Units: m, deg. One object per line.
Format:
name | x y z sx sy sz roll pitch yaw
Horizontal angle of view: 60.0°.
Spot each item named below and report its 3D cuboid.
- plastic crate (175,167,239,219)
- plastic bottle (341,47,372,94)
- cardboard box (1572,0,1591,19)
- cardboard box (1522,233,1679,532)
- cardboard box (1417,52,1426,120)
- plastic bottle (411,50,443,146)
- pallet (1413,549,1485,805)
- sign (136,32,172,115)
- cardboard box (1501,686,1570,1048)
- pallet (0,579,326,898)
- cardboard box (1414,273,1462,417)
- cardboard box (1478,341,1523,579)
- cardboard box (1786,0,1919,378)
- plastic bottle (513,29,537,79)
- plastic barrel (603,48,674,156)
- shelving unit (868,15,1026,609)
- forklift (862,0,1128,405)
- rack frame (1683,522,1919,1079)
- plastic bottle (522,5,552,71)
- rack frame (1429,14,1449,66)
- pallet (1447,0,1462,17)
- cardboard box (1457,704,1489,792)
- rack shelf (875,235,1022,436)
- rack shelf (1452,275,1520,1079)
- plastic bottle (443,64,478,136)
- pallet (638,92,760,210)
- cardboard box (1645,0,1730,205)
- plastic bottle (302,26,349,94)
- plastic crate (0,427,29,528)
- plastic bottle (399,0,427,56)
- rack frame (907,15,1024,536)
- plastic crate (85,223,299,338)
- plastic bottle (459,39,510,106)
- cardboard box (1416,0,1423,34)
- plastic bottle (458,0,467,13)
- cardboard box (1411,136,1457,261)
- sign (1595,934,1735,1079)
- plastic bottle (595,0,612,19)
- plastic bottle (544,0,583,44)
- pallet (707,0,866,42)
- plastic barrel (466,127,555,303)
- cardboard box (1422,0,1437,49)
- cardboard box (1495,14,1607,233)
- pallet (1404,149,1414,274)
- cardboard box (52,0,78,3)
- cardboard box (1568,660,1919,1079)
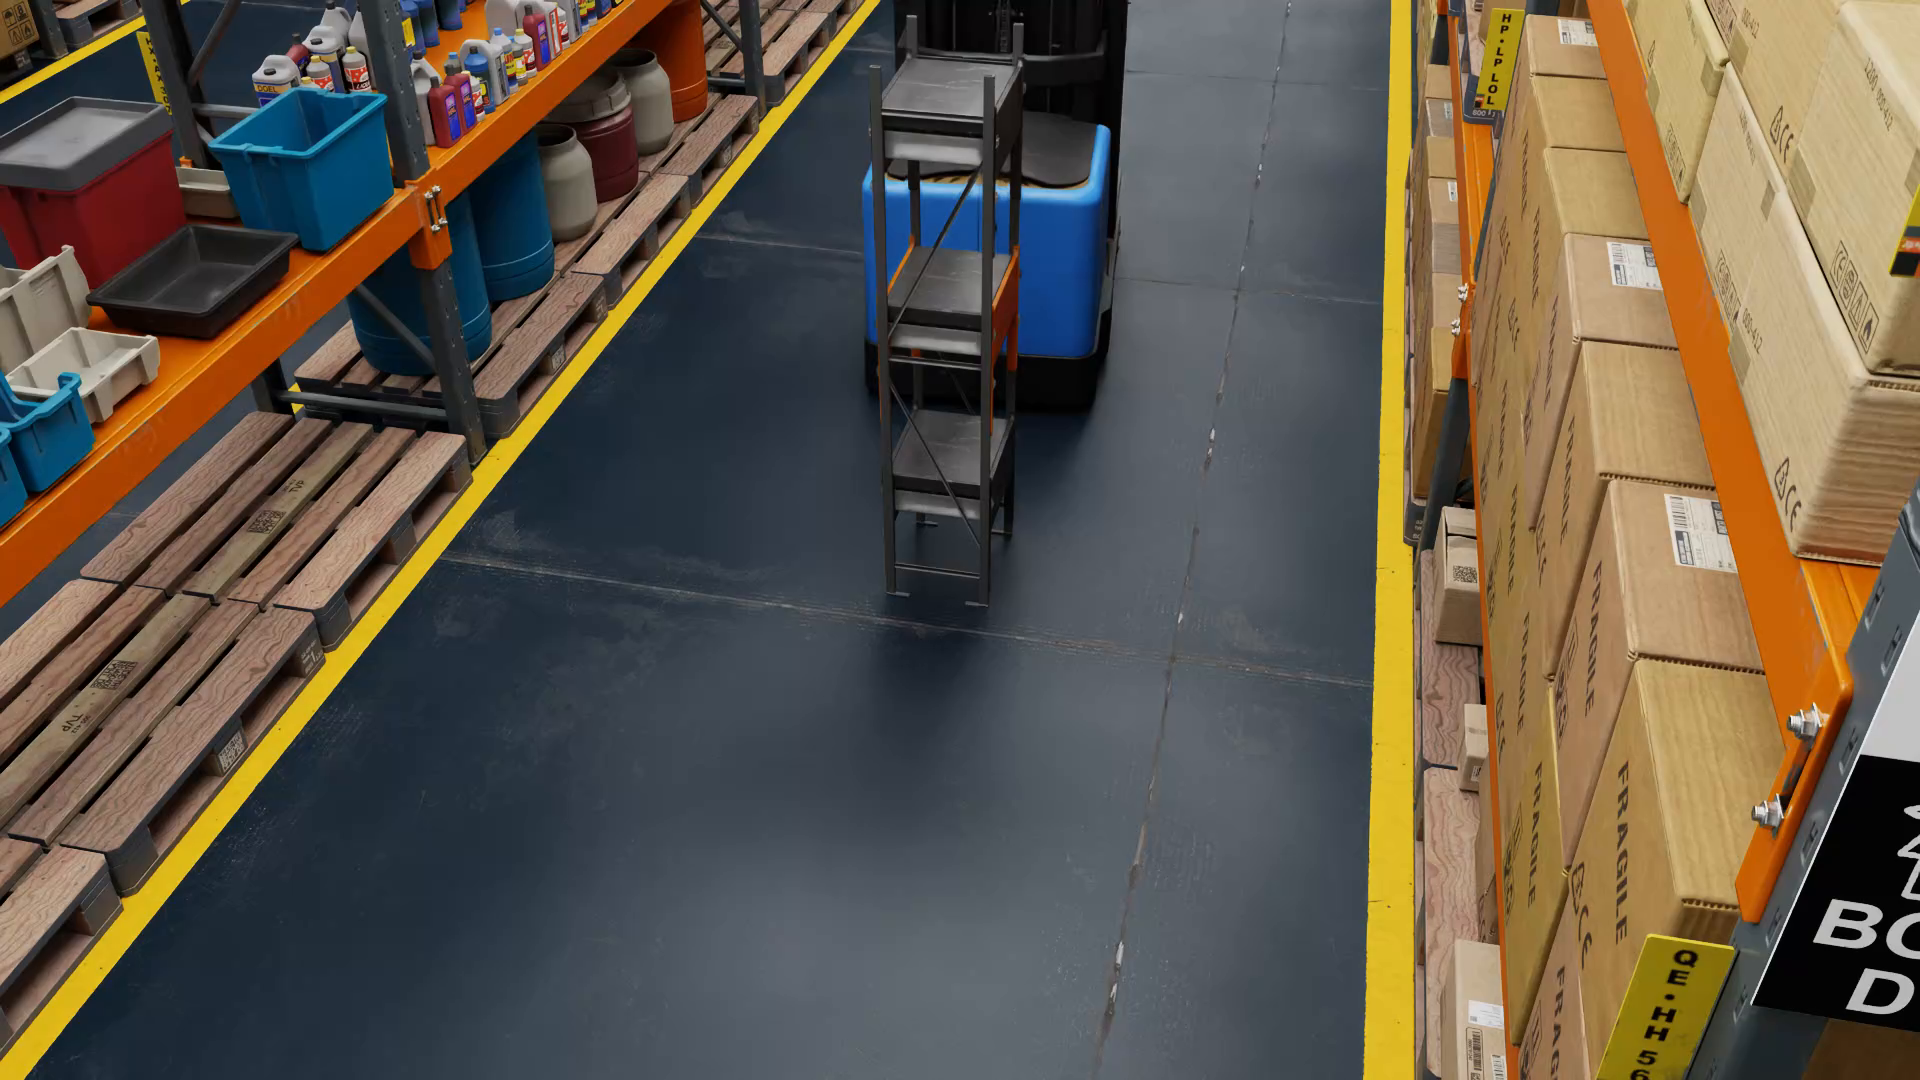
plastic crate | -2.807 -1.293 6.152 0.396 0.136 0.243 7 37 10
plastic bottle | -2.596 -2.015 7.144 0.097 0.201 0.097 0 36 0
cardboard box | 2.675 -1.858 6.314 0.700 0.500 0.500 13 38 17
cardboard box | 1.565 -0.325 3.706 0.500 0.500 0.500 8 37 11
cardboard box | 2.999 -2.684 9.882 0.500 0.250 0.500 8 37 11
plastic bottle | -2.167 -1.789 6.704 0.144 0.351 0.185 7 37 10
pallet | 2.123 0.521 5.851 1.003 0.211 1.213 7 37 10
sign | -3.105 -1.807 6.451 0.100 0.325 0.005 7 37 10
cardboard box | 1.353 0.662 3.195 0.500 0.500 0.500 8 37 10
pallet | -2.945 0.632 5.698 1.003 0.211 1.213 7 37 10
cardboard box | 2.210 -0.769 7.010 0.500 0.500 0.500 7 37 10
cardboard box | 1.680 -0.204 4.390 0.500 0.500 0.500 7 37 10
cardboard box | 1.277 -0.391 1.879 0.500 0.250 0.500 7 37 10
plastic bottle | -1.925 -2.146 7.325 0.097 0.201 0.097 0 36 0
plastic barrel | -1.835 -2.463 9.354 0.421 0.512 0.421 0 36 0
shelving unit | -0.035 -0.755 6.003 0.431 2.100 0.503 7 37 10
forklift | 0.266 -2.646 7.903 1.130 2.935 3.031 4 36 6
rack frame | 1.416 1.292 2.412 1.000 3.000 0.127 7 37 10
plastic bottle | -1.883 -2.243 7.389 0.061 0.283 0.133 7 37 10
rack frame | 3.125 -3.295 8.740 1.000 3.000 0.127 7 37 10
pallet | 3.049 -2.820 8.248 1.213 0.211 1.003 7 37 10
cardboard box | 1.794 0.678 5.298 0.380 0.166 0.250 7 37 10
rack shelf | -0.035 -0.744 6.011 0.431 0.518 0.480 7 37 10
rack shelf | 1.843 0.436 4.205 1.077 0.370 4.000 7 37 10
plastic bottle | -2.044 -1.811 6.792 0.061 0.283 0.133 7 37 10
pallet | -1.841 -2.332 9.787 1.003 0.211 1.213 7 37 10
cardboard box | 1.480 -0.763 2.819 0.500 0.250 0.500 7 37 10
plastic bottle | -2.721 -2.050 7.129 0.152 0.276 0.135 7 37 10
plastic crate | -2.767 -0.143 4.483 0.416 0.233 0.300 7 37 10
plastic bottle | -2.488 -2.333 7.522 0.097 0.271 0.097 0 36 0
rack frame | 0.017 -0.895 6.196 0.400 2.100 0.015 7 37 10
plastic crate | -2.544 -0.862 5.567 0.437 0.125 0.590 7 37 10
plastic bottle | -2.019 -2.002 7.062 0.152 0.276 0.135 7 37 10
cardboard box | 3.323 -3.563 11.095 0.500 0.250 0.500 8 37 11
plastic bottle | -2.449 -2.686 8.010 0.097 0.271 0.097 0 36 0
cardboard box | 2.530 -1.648 8.223 0.500 0.500 0.500 7 36 9
sign | 0.878 0.614 2.091 0.100 0.325 0.005 7 37 10
plastic bottle | -1.770 -2.689 7.946 0.144 0.351 0.185 7 37 10
plastic bottle | -1.849 -2.456 7.688 0.152 0.276 0.135 7 37 10
pallet | -1.247 -3.925 11.986 1.003 0.211 1.213 7 37 10
plastic barrel | -2.284 -1.661 7.916 0.600 0.901 0.708 7 37 10
cardboard box | 3.101 -3.209 10.128 0.500 0.311 0.500 7 36 9
cardboard box | 1.895 -1.212 4.929 0.500 0.500 0.500 8 37 11
pallet | 2.928 -1.742 8.974 1.003 0.211 1.213 7 37 10
cardboard box | -6.429 -4.091 11.594 0.700 0.500 0.500 5 36 8
cardboard box | 1.242 0.557 2.489 0.500 0.500 0.500 7 37 10
